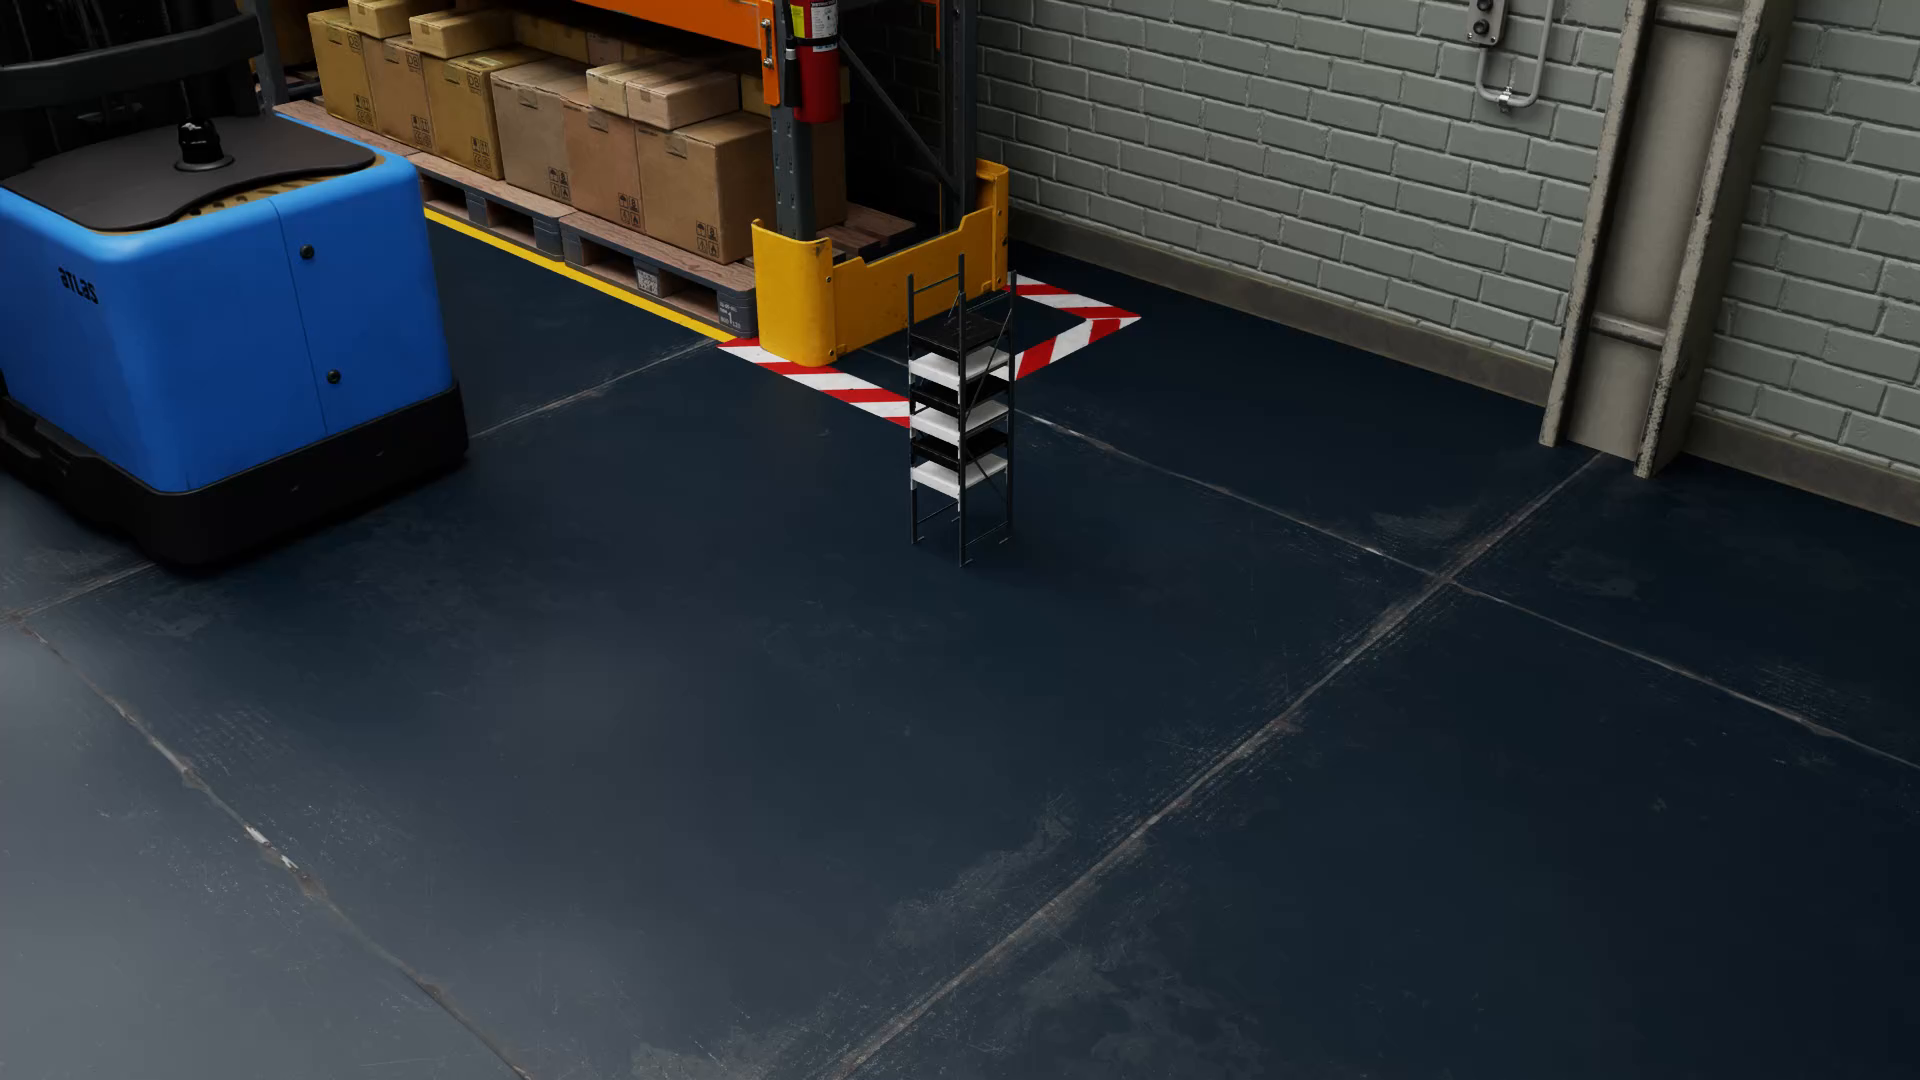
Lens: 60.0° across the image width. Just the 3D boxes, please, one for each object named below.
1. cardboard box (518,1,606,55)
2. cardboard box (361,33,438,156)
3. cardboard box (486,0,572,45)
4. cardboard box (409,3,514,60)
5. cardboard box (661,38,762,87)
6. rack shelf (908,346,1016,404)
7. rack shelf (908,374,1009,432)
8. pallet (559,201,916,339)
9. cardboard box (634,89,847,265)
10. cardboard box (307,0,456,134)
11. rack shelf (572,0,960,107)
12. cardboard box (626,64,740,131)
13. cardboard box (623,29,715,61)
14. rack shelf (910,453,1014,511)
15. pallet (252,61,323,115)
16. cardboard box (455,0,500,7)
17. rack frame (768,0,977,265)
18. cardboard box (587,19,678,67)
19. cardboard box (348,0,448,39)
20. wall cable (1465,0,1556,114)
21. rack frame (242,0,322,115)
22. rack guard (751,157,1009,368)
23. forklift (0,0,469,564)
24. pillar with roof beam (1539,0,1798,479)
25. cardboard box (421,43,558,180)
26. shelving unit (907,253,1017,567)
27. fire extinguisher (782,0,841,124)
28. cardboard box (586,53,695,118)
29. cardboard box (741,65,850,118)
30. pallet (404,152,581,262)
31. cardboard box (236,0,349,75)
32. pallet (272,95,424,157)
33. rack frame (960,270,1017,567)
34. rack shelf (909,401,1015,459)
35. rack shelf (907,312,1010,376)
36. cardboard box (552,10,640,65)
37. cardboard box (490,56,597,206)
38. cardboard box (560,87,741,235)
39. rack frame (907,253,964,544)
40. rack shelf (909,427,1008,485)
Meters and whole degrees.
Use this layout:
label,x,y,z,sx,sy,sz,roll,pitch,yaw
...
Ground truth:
label,x,y,z,sx,sy,sz,roll,pitch,yaw
cardboard box,-1.798,-2.371,7.667,0.250,0.149,0.380,24,39,34
cardboard box,-2.420,-2.241,8.080,0.500,0.500,0.700,25,39,35
cardboard box,-1.990,-2.460,7.815,0.250,0.149,0.380,25,39,36
cardboard box,-2.272,-2.325,7.591,0.250,0.149,0.380,24,38,34
cardboard box,-1.046,-2.020,7.084,0.250,0.149,0.380,25,39,35
rack shelf,0.006,-0.508,4.938,0.200,0.077,0.258,25,39,35
rack shelf,0.006,-0.431,4.984,0.200,0.077,0.258,25,39,35
pallet,-0.956,-1.273,7.159,1.213,0.211,1.003,25,39,35
cardboard box,-0.896,-1.534,6.905,0.500,0.500,0.700,25,39,35
cardboard box,-2.790,-2.416,8.371,0.500,0.500,0.700,26,39,36
rack shelf,-1.793,-2.604,7.365,4.000,0.370,1.077,25,39,35
cardboard box,-1.114,-1.786,6.696,0.250,0.149,0.380,25,39,35
cardboard box,-1.231,-2.106,7.228,0.250,0.149,0.380,25,39,35
rack shelf,0.006,-0.200,5.123,0.200,0.077,0.258,25,39,35
pallet,-3.899,-2.648,9.445,1.213,0.211,1.003,25,39,35
cardboard box,-2.177,-2.547,7.961,0.250,0.149,0.380,24,38,34
rack frame,-0.310,-2.220,6.030,0.127,3.000,1.000,25,39,35
cardboard box,-1.420,-2.194,7.374,0.250,0.149,0.380,26,39,36
cardboard box,-2.659,-2.505,7.891,0.250,0.149,0.380,27,40,37
wall cable,1.274,-2.574,5.633,1.851,1.984,0.084,25,39,35
rack frame,-3.276,-3.605,8.330,0.127,3.000,1.000,25,39,35
rack guard,-0.293,-1.141,6.661,0.348,0.500,1.175,25,39,35
forklift,-3.114,-1.809,5.413,3.031,2.935,1.130,24,38,34
pillar with roof beam,-0.617,-2.541,0.746,0.400,9.000,9.100,25,39,35
cardboard box,-2.041,-2.062,7.784,0.500,0.500,0.700,26,40,36
shelving unit,0.006,-0.383,5.013,0.210,0.900,0.258,25,39,35
fire extinguisher,-0.508,-1.799,5.766,0.183,0.674,0.296,25,39,35
cardboard box,-1.304,-1.874,6.843,0.250,0.149,0.380,26,40,36
cardboard box,-0.670,-1.845,6.793,0.250,0.149,0.380,25,39,35
pallet,-1.856,-1.695,7.861,1.213,0.211,1.003,25,39,35
cardboard box,-3.845,-3.039,9.067,0.750,0.750,0.750,26,39,36
pallet,-2.765,-2.117,8.562,1.213,0.211,1.003,25,39,35
rack frame,0.081,-0.348,4.955,0.006,0.900,0.240,25,39,35
rack shelf,0.006,-0.354,5.030,0.200,0.077,0.258,25,39,35
rack shelf,0.006,-0.585,4.891,0.200,0.077,0.258,25,39,35
cardboard box,-1.611,-2.283,7.521,0.250,0.149,0.380,25,39,36
cardboard box,-1.641,-1.880,7.482,0.500,0.500,0.700,24,38,34
cardboard box,-1.268,-1.707,7.193,0.500,0.500,0.700,25,39,35
rack frame,-0.069,-0.418,5.072,0.006,0.900,0.240,25,39,35
rack shelf,0.006,-0.277,5.077,0.200,0.077,0.258,25,39,35
